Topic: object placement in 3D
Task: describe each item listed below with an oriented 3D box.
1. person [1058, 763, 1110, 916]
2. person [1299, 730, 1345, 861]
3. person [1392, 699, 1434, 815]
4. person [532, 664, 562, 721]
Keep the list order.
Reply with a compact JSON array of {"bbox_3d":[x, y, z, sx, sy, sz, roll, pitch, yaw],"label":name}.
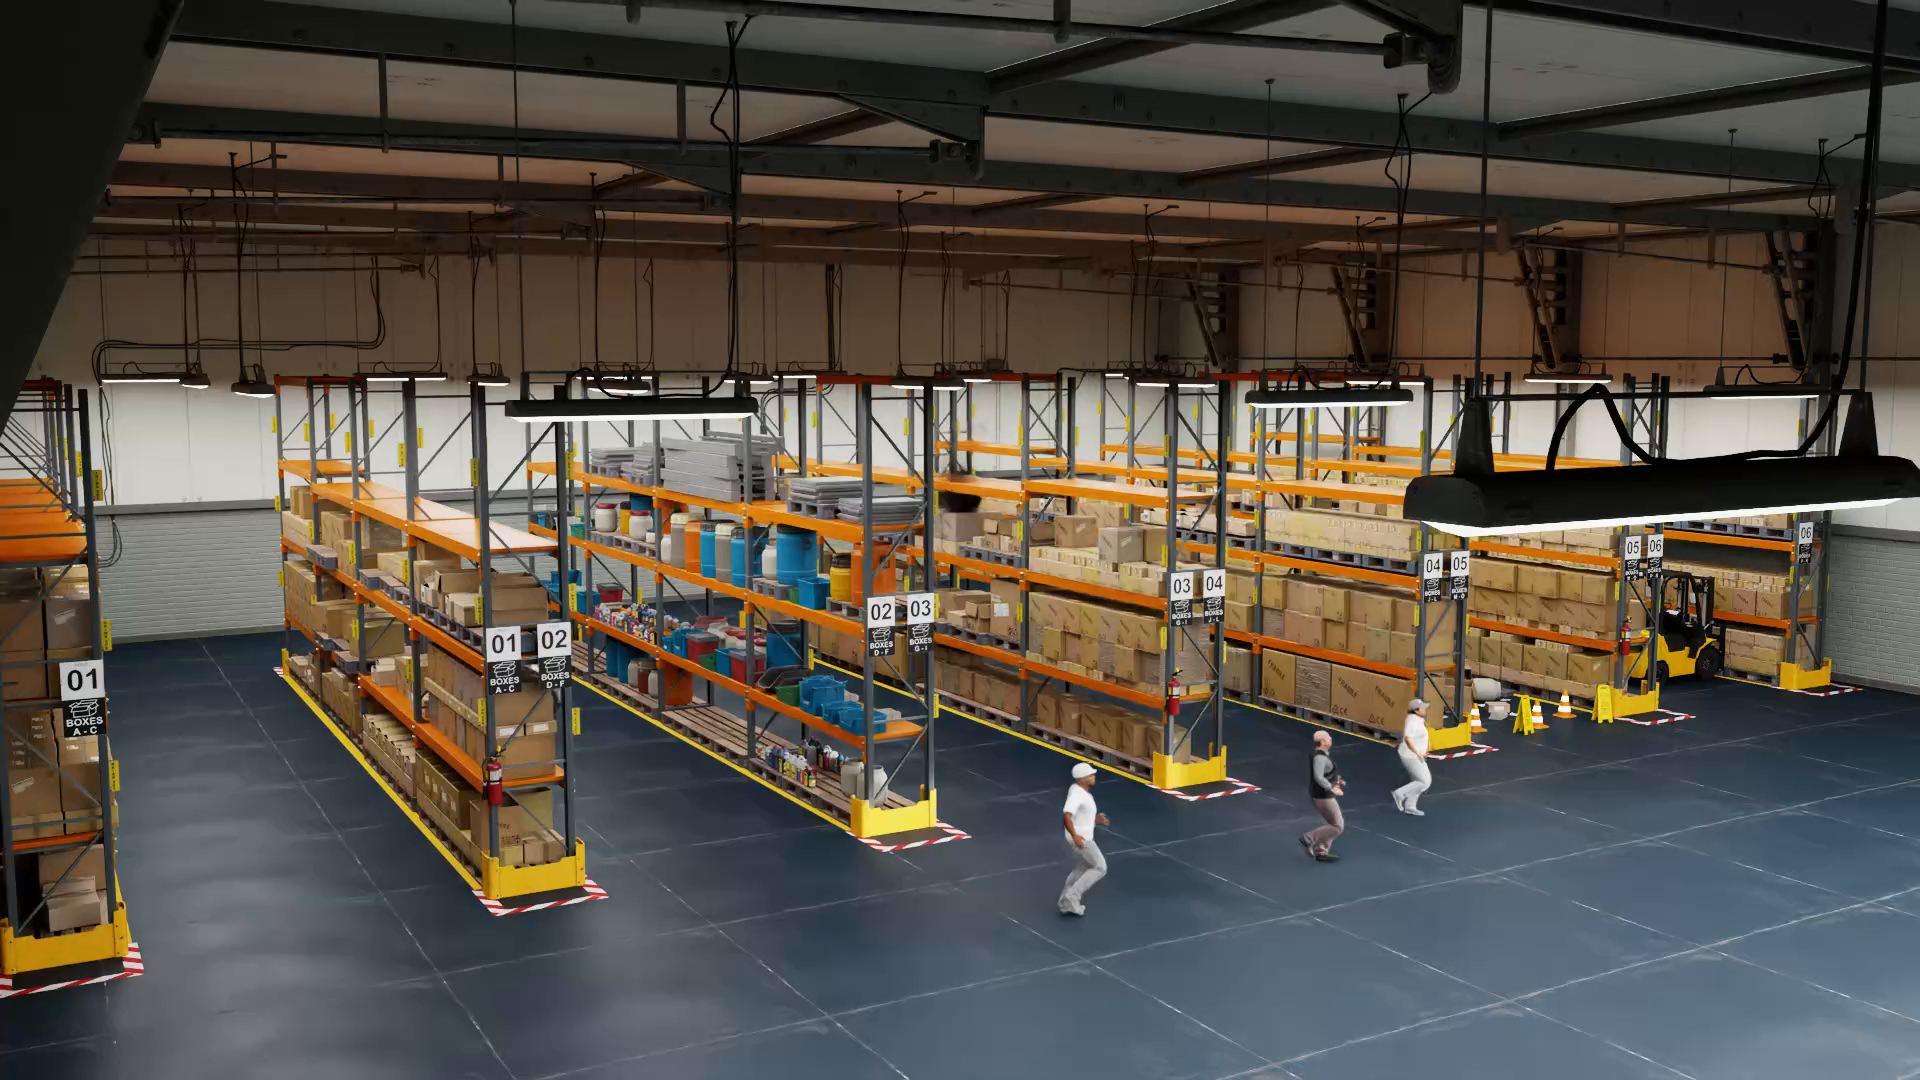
[{"bbox_3d":[1.423,3.393,18.946,0.612,1.730,0.704,0,6,-4],"label":"person"},{"bbox_3d":[4.562,3.215,20.899,0.608,1.672,0.658,0,6,1],"label":"person"},{"bbox_3d":[6.295,3.010,23.089,0.578,1.642,0.599,1,6,8],"label":"person"},{"bbox_3d":[-6.990,2.391,28.384,0.591,1.656,0.598,-5,8,-40],"label":"person"}]
